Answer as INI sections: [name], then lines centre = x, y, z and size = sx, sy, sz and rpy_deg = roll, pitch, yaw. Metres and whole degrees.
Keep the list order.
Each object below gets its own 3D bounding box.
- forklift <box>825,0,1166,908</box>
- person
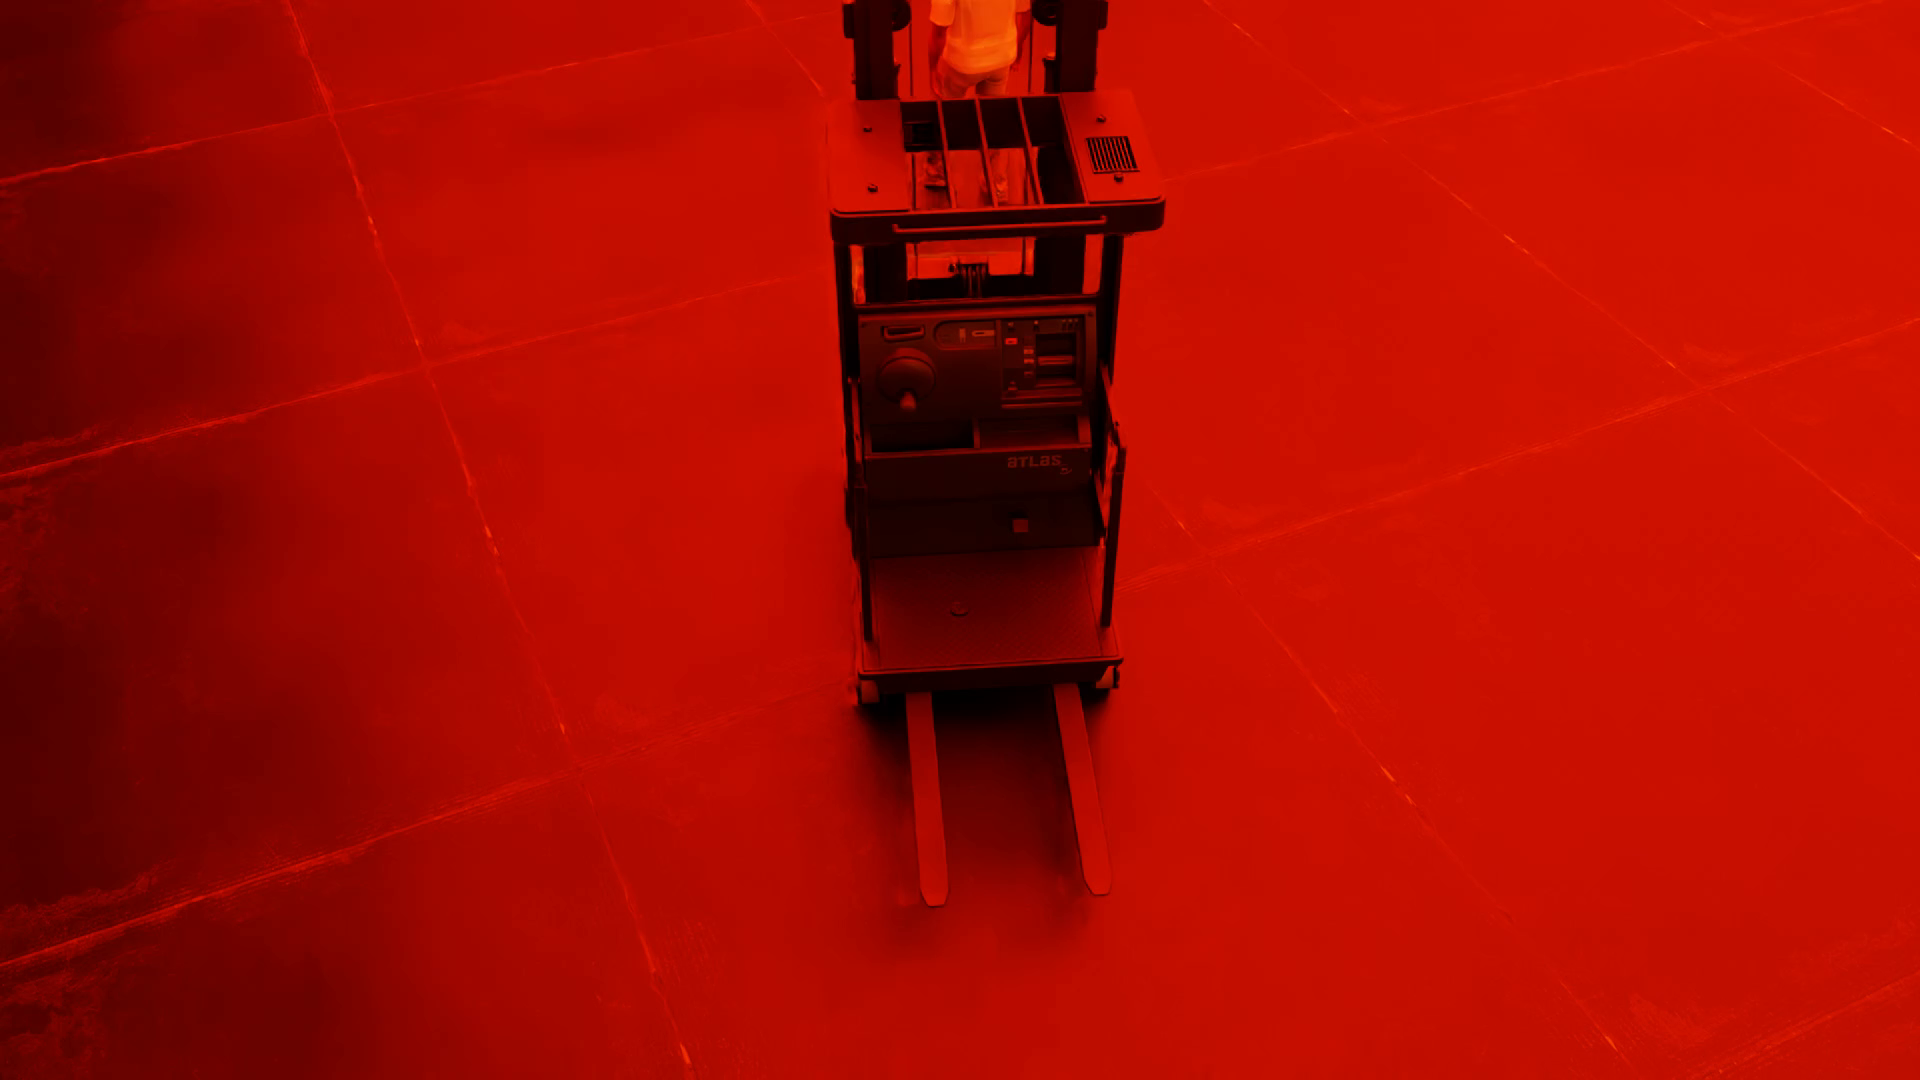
[forklift]
centre = 0.090, -0.618, 6.342
size = 1.130, 2.935, 3.031
rpy_deg = -3, 43, -3
[person]
centre = 0.079, -2.780, 9.575
size = 0.666, 1.806, 0.557
rpy_deg = -17, 46, -17
